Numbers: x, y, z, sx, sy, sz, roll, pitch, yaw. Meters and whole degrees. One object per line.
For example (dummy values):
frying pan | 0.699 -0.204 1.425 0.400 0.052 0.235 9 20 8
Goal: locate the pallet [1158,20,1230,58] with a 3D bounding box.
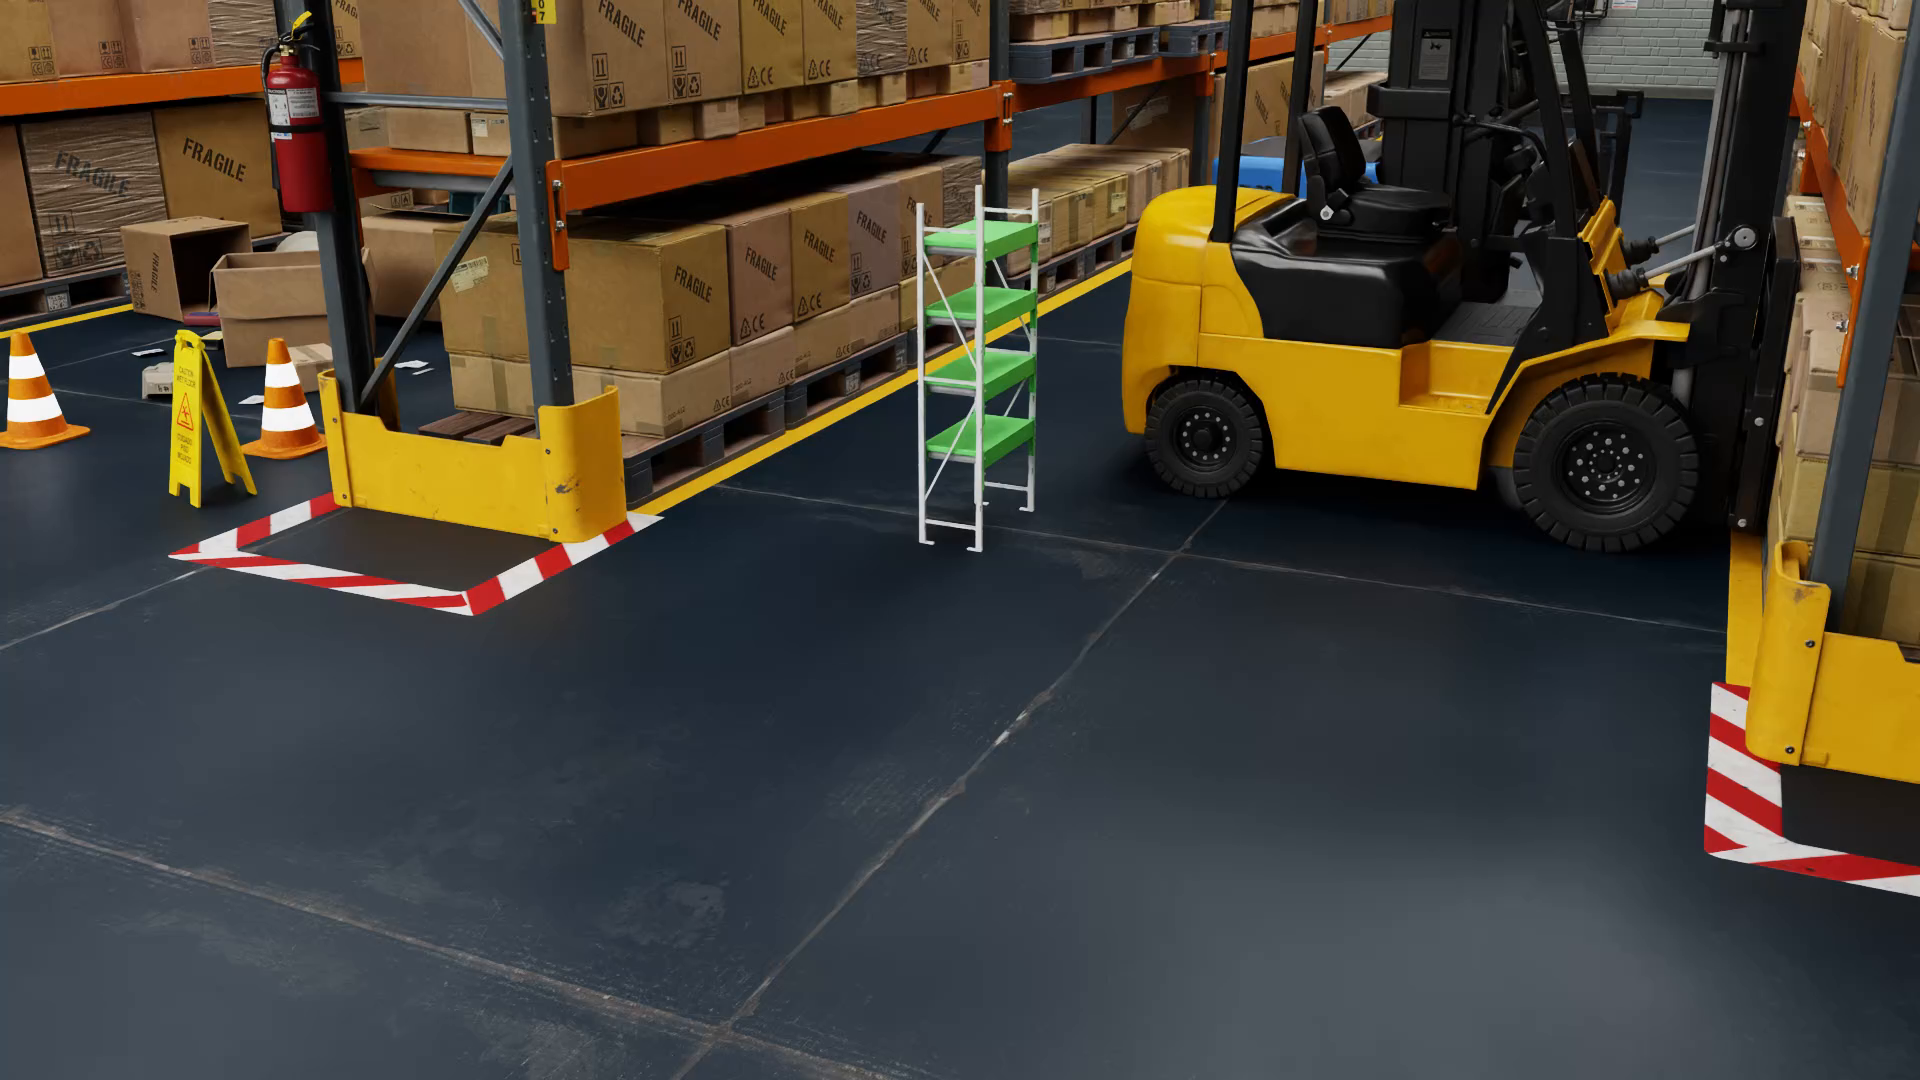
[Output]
pallet | 1.230 -3.626 11.975 1.213 0.211 1.003 9 21 23

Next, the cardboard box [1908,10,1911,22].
cardboard box | 2.565 -1.321 4.089 0.380 0.149 0.250 9 21 23

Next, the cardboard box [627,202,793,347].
cardboard box | -1.049 -1.136 7.043 0.500 0.500 0.500 8 21 21

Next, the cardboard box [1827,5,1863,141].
cardboard box | 3.492 -1.677 6.059 0.500 0.500 0.500 8 21 22

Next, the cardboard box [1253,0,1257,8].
cardboard box | 2.070 -4.393 13.322 0.500 0.250 0.500 9 22 24

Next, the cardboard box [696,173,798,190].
cardboard box | -1.123 -1.515 8.111 0.500 0.500 0.500 10 22 26

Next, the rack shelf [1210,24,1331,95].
rack shelf | 2.244 -4.222 14.436 1.077 0.370 4.000 9 21 23

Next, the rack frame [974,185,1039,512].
rack frame | 0.168 -0.691 6.120 0.240 1.200 0.015 9 21 23

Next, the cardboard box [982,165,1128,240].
cardboard box | 0.574 -2.280 11.198 0.950 0.372 0.625 9 22 24

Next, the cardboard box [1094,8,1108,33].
cardboard box | 0.704 -3.252 10.385 0.380 0.149 0.250 9 21 23

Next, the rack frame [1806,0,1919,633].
rack frame | 2.679 -0.824 3.808 1.000 3.000 0.127 9 21 23

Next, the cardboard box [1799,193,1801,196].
cardboard box | 4.845 -1.523 8.691 0.875 0.625 0.625 8 21 22

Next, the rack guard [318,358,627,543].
rack guard | -1.820 -0.349 6.204 1.175 0.500 0.348 9 21 23

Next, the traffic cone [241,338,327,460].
traffic cone | -2.852 -0.617 7.013 0.336 0.463 0.334 9 21 23

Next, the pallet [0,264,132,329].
pallet | -5.652 -1.465 9.773 1.003 0.211 1.213 9 21 23

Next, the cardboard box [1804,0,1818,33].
cardboard box | 5.113 -3.022 9.466 0.500 0.250 0.500 8 21 21

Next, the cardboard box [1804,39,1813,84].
cardboard box | 4.921 -2.627 9.102 0.500 0.250 0.500 9 22 24

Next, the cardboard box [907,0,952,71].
cardboard box | -0.373 -2.585 8.169 0.500 0.500 0.500 9 22 25

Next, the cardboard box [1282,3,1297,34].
cardboard box | 2.675 -4.622 14.714 0.500 0.250 0.500 8 21 21

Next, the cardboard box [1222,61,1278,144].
cardboard box | 2.152 -3.618 14.209 0.875 0.875 0.875 9 21 23

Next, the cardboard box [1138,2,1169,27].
cardboard box | 1.189 -3.559 11.248 0.380 0.149 0.250 9 21 24

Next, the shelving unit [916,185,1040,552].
shelving unit | 0.068 -0.616 5.910 0.258 1.200 0.503 9 21 23

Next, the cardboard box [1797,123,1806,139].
cardboard box | 5.926 -2.781 11.447 0.380 0.149 0.250 7 21 20

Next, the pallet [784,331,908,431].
pallet | -0.954 -0.828 7.982 1.003 0.211 1.213 9 21 23

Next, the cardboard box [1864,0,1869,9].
cardboard box | 3.295 -1.868 5.627 0.380 0.149 0.250 8 21 22

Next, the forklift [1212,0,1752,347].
forklift | 2.755 -2.138 7.605 3.031 2.935 1.130 9 21 24

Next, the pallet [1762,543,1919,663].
pallet | 2.954 0.251 4.949 1.003 0.211 1.213 9 21 23

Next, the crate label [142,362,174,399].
crate label | -3.739 -0.761 7.903 0.250 0.136 0.298 -2 20 -5

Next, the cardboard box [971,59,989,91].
cardboard box | -0.067 -2.468 8.807 0.380 0.149 0.250 8 21 22

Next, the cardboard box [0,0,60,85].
cardboard box | -5.569 -2.835 9.240 0.875 0.550 0.500 9 21 23

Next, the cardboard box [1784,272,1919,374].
cardboard box | 2.984 -0.693 5.426 0.500 0.250 0.500 9 21 23

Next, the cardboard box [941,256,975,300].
cardboard box | -0.210 -1.411 8.937 0.500 0.250 0.500 10 22 25

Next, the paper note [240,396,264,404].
paper note | -3.280 -0.667 7.798 0.148 0.019 0.142 1 20 4

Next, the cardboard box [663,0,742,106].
cardboard box | -1.195 -1.956 6.400 0.500 0.500 0.500 9 22 24

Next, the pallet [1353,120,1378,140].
pallet | 3.944 -4.454 18.178 1.003 0.211 1.213 9 21 23

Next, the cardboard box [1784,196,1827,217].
cardboard box | 3.832 -1.315 7.175 0.500 0.250 0.500 8 21 22

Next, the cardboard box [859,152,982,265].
cardboard box | -0.211 -1.764 8.811 0.500 0.500 0.500 8 21 22

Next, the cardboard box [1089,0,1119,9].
cardboard box | 0.660 -3.518 10.164 0.500 0.500 0.500 8 21 22

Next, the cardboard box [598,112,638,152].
cardboard box | -1.433 -1.540 6.197 0.380 0.149 0.250 9 21 24

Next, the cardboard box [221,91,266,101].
cardboard box | -7.315 -4.714 17.291 1.225 0.875 0.875 8 21 20

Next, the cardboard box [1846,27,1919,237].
cardboard box | 2.641 -1.057 4.316 0.500 0.500 0.500 8 21 21

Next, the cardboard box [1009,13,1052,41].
cardboard box | 0.301 -2.932 9.483 0.380 0.149 0.250 9 21 23

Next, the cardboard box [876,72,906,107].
cardboard box | -0.480 -2.157 7.932 0.380 0.149 0.250 8 21 22

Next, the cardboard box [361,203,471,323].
cardboard box | -3.066 -1.563 9.409 0.797 0.637 0.503 9 21 23

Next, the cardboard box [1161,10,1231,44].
cardboard box | 1.855 -3.994 12.946 0.500 0.250 0.500 8 21 22

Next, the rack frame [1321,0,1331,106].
rack frame | 3.063 -5.172 16.035 1.000 3.000 0.127 9 21 23

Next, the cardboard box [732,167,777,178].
cardboard box | -1.123 -1.874 8.152 0.380 0.149 0.250 10 22 26

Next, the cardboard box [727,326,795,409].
cardboard box | -1.053 -0.770 7.133 0.500 0.250 0.500 9 22 25

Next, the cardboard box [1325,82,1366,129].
cardboard box | 3.784 -4.614 17.662 0.875 0.438 0.875 8 21 21

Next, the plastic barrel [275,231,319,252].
plastic barrel | -3.836 -1.604 9.846 0.421 0.421 0.512 -9 22 -24

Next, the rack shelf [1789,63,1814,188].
rack shelf | 5.136 -2.319 9.086 1.077 0.370 4.000 9 21 23

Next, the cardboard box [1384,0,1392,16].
cardboard box | 4.525 -6.107 18.514 0.500 0.500 0.500 8 21 22

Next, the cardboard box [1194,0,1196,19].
cardboard box | 1.505 -3.896 12.196 0.380 0.149 0.250 9 22 25

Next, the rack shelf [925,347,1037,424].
rack shelf | 0.068 -0.556 5.931 0.258 0.148 0.480 9 21 23

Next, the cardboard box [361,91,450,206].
cardboard box | -4.200 -3.009 12.684 1.050 0.750 0.750 9 21 23

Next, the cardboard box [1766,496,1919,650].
cardboard box | 2.583 0.087 4.724 0.500 0.250 0.500 9 21 23

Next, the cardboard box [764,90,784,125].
cardboard box | -0.976 -1.854 7.080 0.380 0.149 0.250 9 22 25

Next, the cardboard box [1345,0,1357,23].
cardboard box | 3.704 -5.480 16.752 0.500 0.500 0.500 9 21 23
